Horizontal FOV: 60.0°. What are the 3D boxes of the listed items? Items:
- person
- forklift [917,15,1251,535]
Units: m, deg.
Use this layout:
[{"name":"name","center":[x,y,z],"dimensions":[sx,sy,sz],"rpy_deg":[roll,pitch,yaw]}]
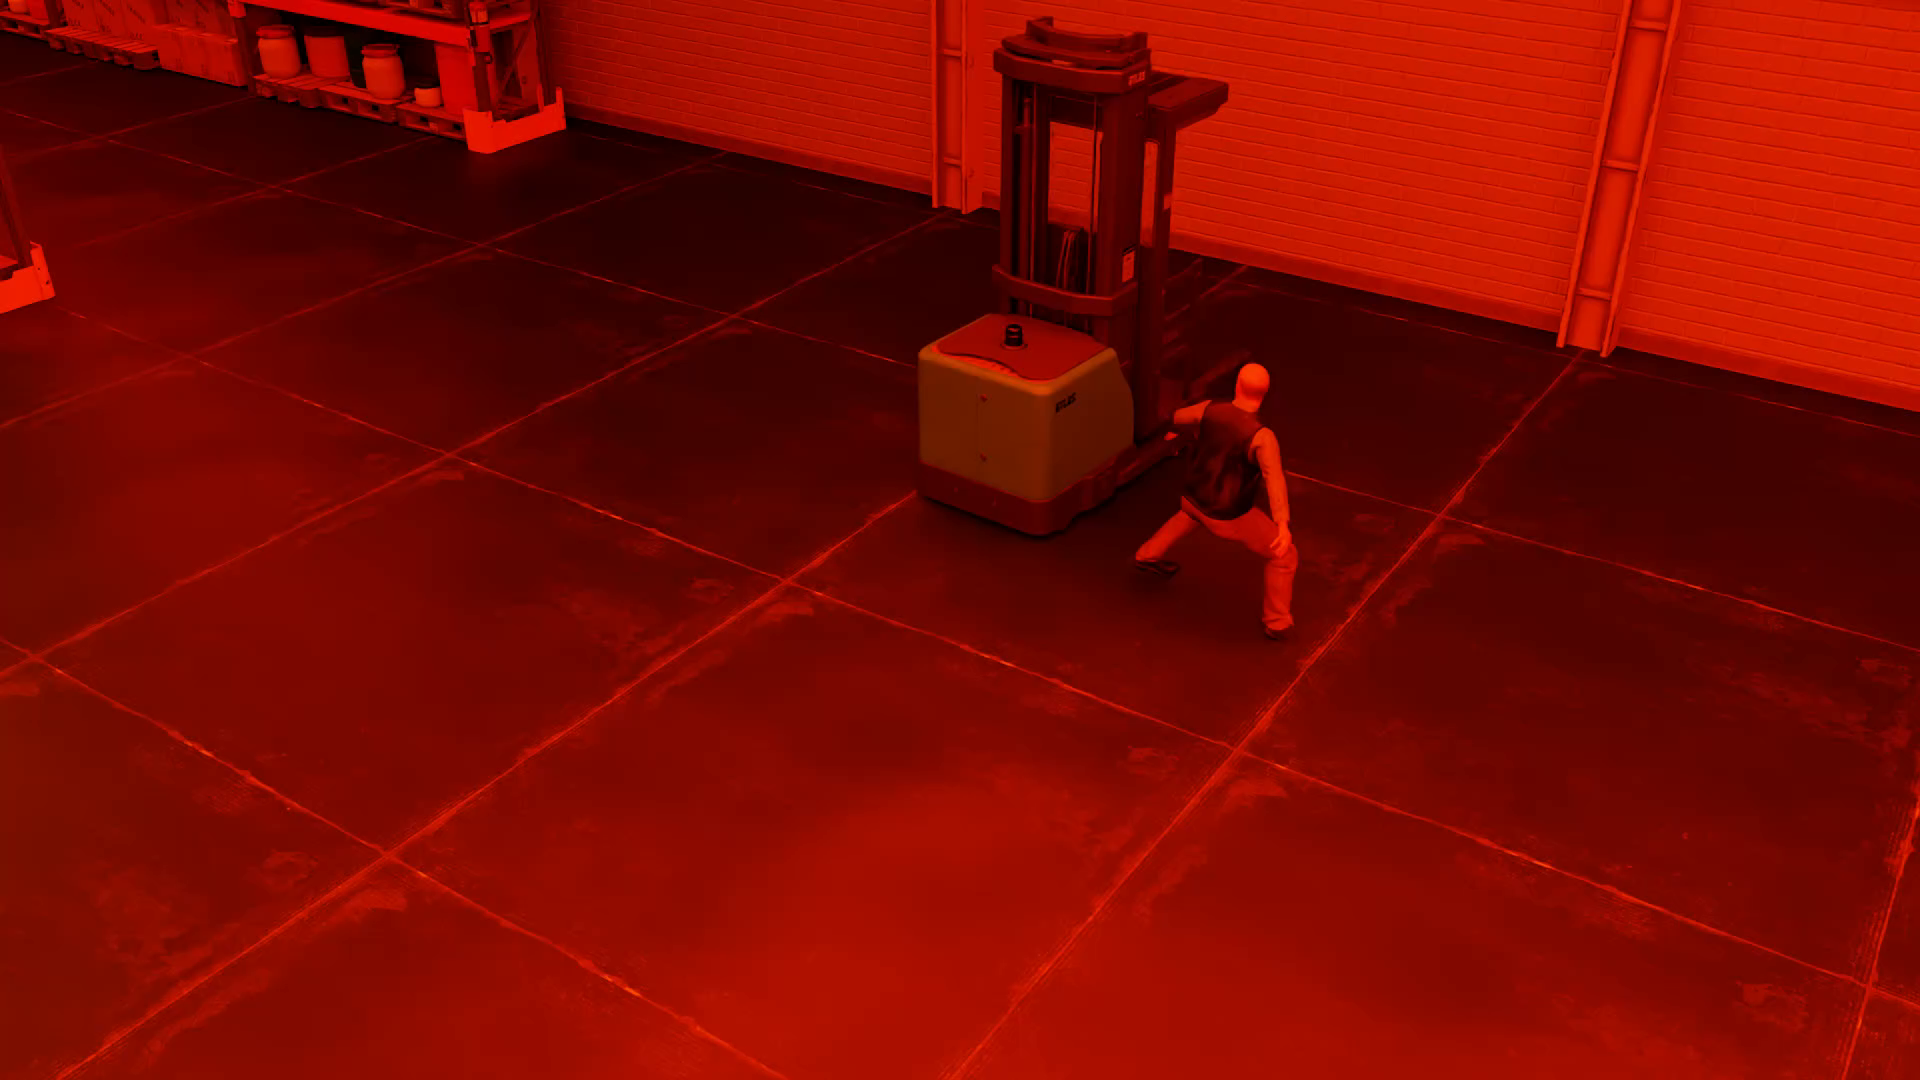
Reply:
[{"name":"person","center":[1.548,-0.200,9.371],"dimensions":[0.532,1.643,1.158],"rpy_deg":[-18,35,-28]},{"name":"forklift","center":[1.008,-1.976,10.985],"dimensions":[1.130,2.935,3.031],"rpy_deg":[21,36,31]}]
